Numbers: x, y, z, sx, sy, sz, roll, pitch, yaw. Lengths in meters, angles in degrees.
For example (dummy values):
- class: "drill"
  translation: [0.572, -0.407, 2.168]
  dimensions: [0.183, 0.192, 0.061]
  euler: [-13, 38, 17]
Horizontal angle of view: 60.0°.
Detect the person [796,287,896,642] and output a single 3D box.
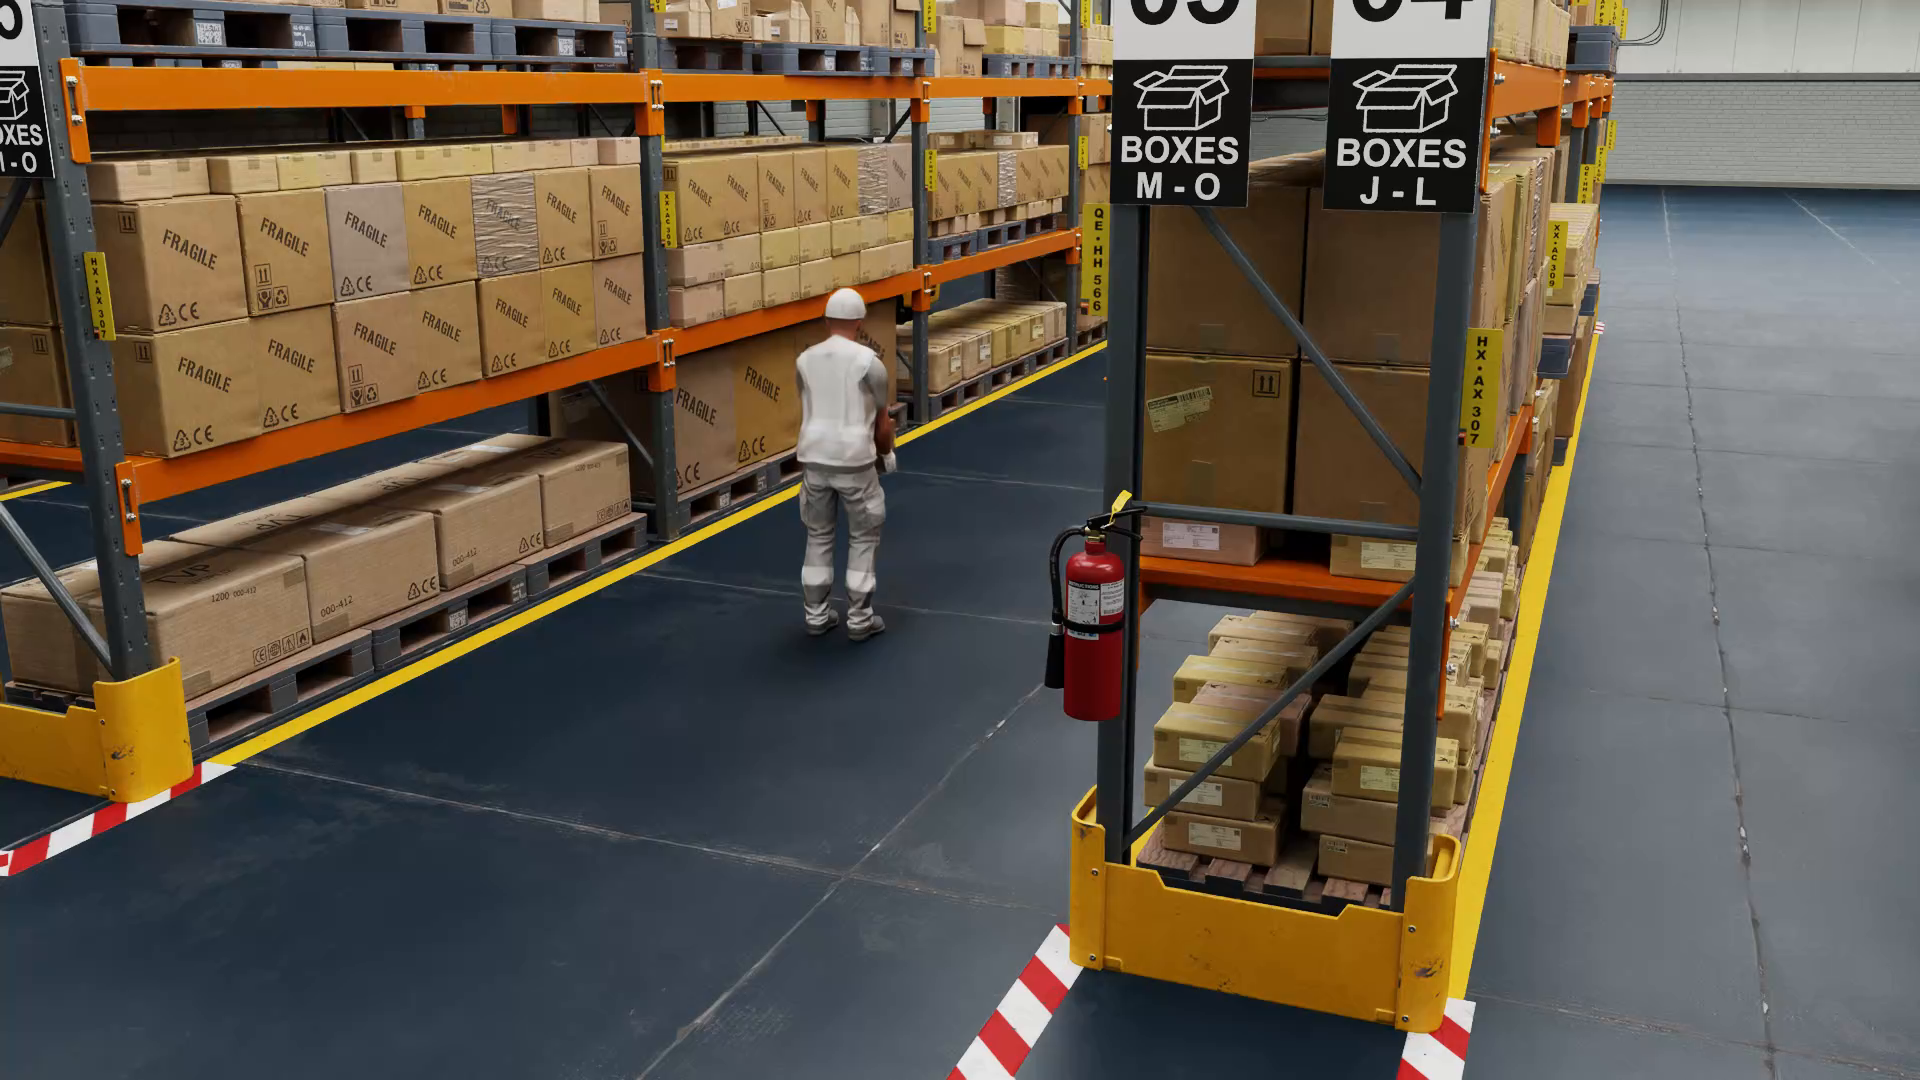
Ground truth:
- class: "person"
  translation: [-0.583, -0.396, 8.474]
  dimensions: [0.489, 1.763, 0.587]
  euler: [6, 16, 20]
